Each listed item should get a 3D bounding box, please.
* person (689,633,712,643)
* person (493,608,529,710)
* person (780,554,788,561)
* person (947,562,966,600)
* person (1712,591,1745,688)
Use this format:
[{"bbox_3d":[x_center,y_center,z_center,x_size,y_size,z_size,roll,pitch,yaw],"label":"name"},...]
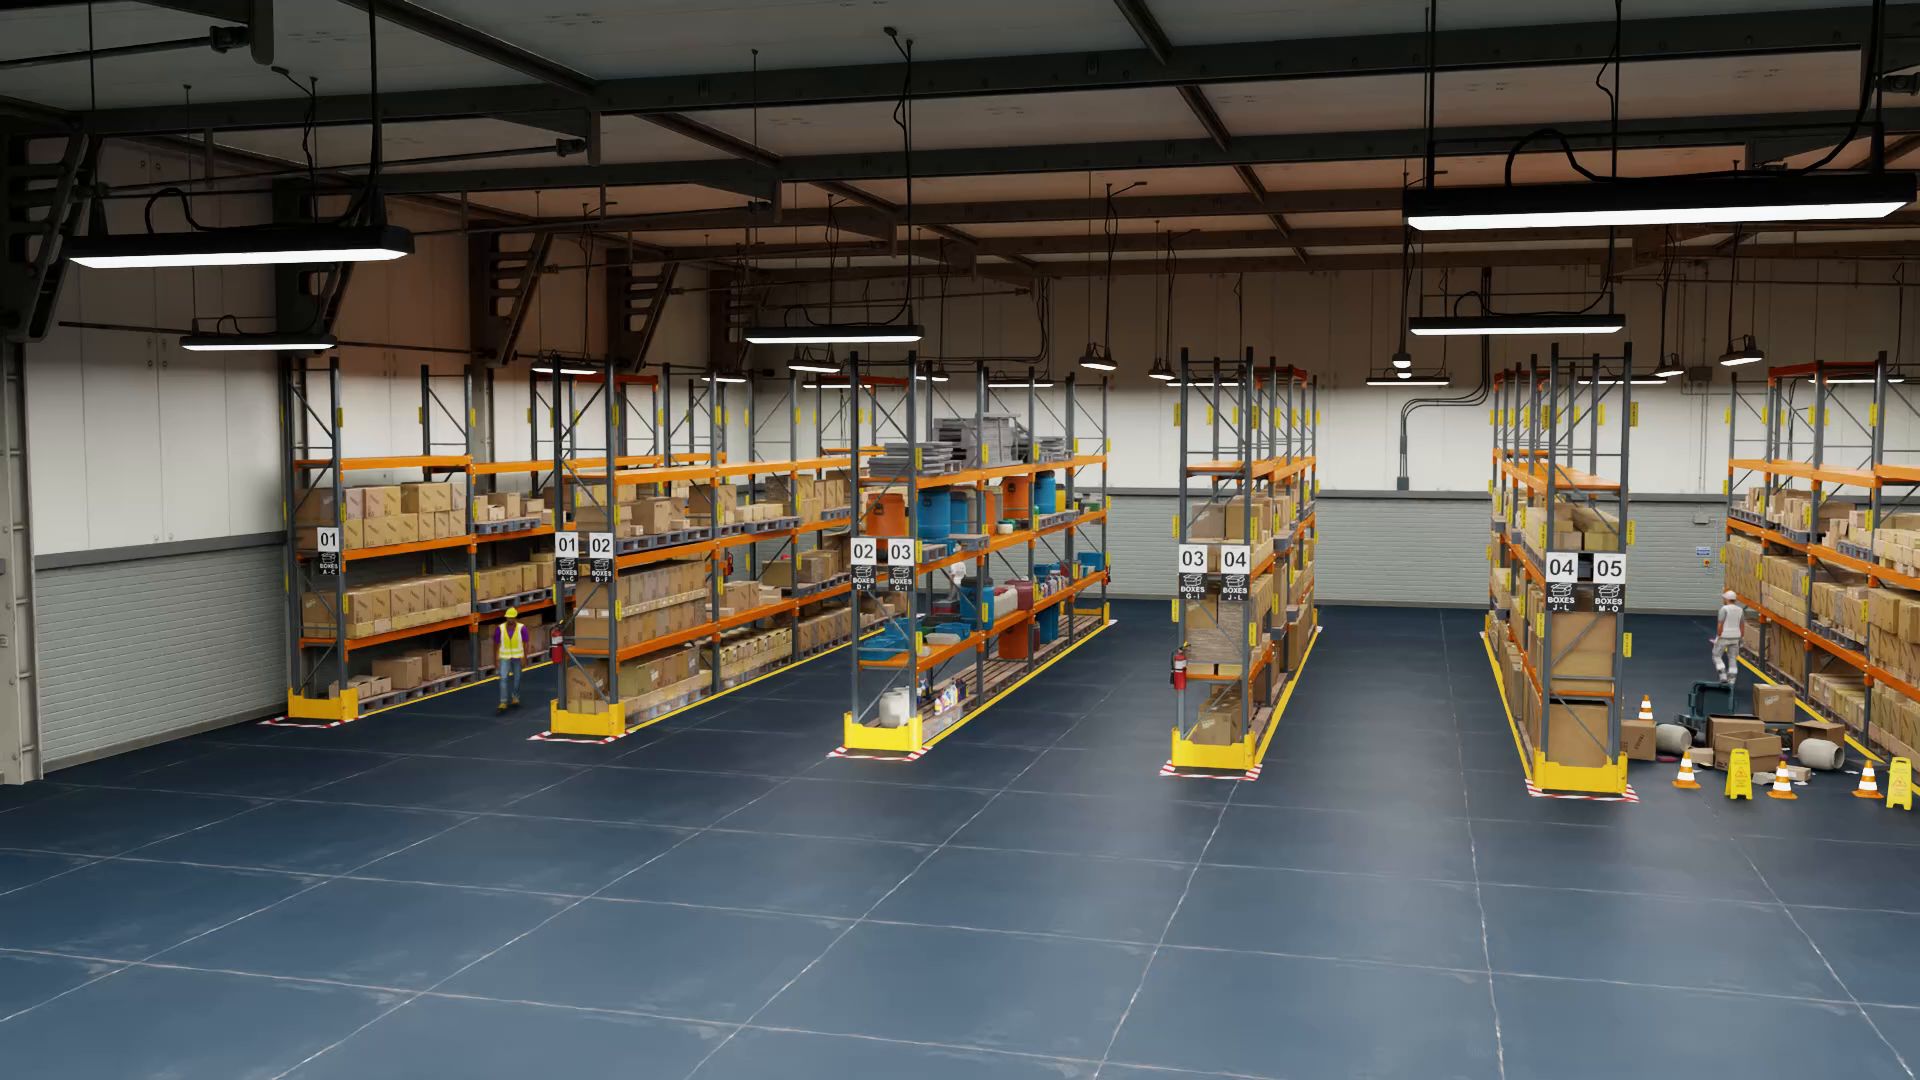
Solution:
[{"bbox_3d":[-5.478,1.613,34.980,0.546,1.603,1.064,1,4,17],"label":"person"},{"bbox_3d":[-7.704,2.020,28.558,0.591,1.705,1.033,-1,4,-18],"label":"person"},{"bbox_3d":[-4.215,1.204,39.648,0.537,1.725,1.067,1,4,18],"label":"person"},{"bbox_3d":[-0.056,1.134,41.252,0.498,1.682,0.411,-3,5,-37],"label":"person"},{"bbox_3d":[14.300,1.844,30.924,0.593,1.802,0.403,-1,4,-10],"label":"person"}]
